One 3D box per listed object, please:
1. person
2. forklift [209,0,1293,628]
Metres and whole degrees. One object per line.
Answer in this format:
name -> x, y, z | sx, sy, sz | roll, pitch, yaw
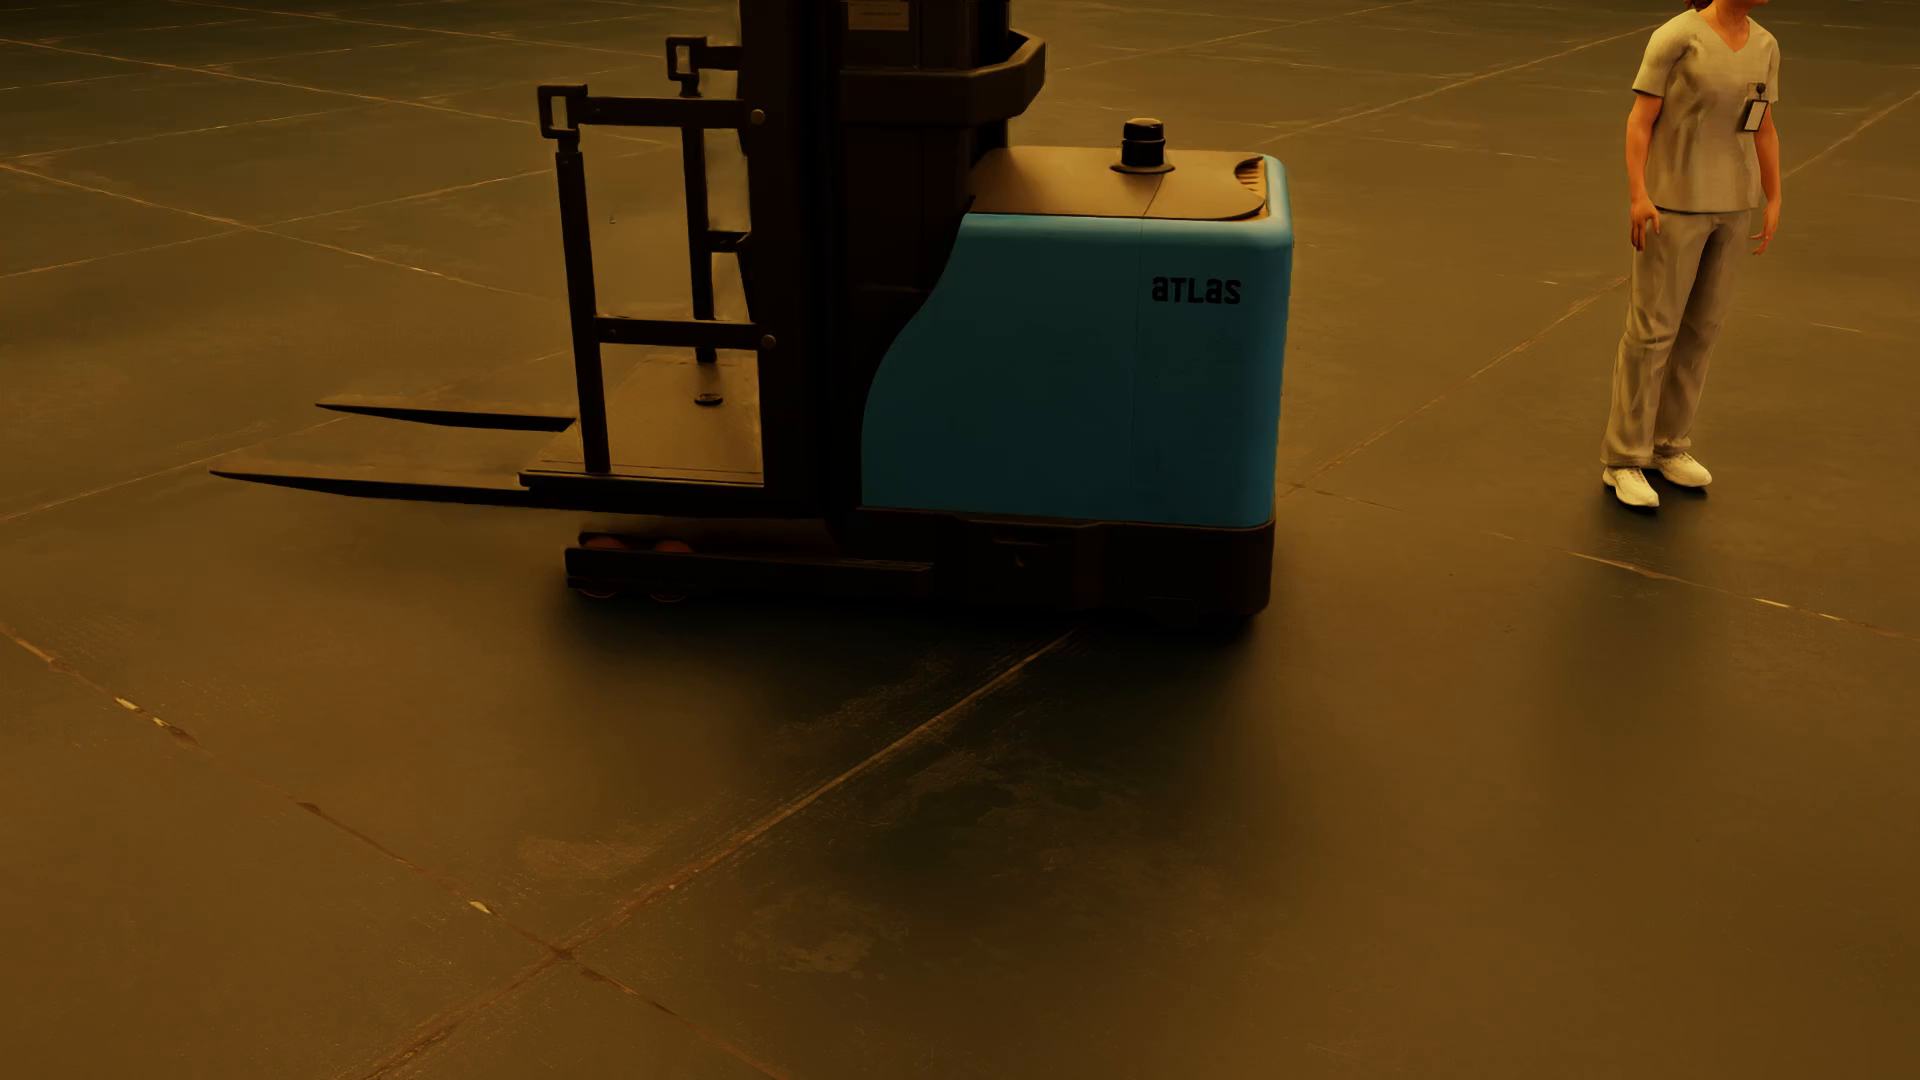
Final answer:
person -> 2.264, -0.970, 5.030 | 0.548, 1.662, 0.549 | -6, 24, -13
forklift -> -0.624, -1.376, 4.393 | 3.031, 2.935, 1.130 | 4, 24, 8
